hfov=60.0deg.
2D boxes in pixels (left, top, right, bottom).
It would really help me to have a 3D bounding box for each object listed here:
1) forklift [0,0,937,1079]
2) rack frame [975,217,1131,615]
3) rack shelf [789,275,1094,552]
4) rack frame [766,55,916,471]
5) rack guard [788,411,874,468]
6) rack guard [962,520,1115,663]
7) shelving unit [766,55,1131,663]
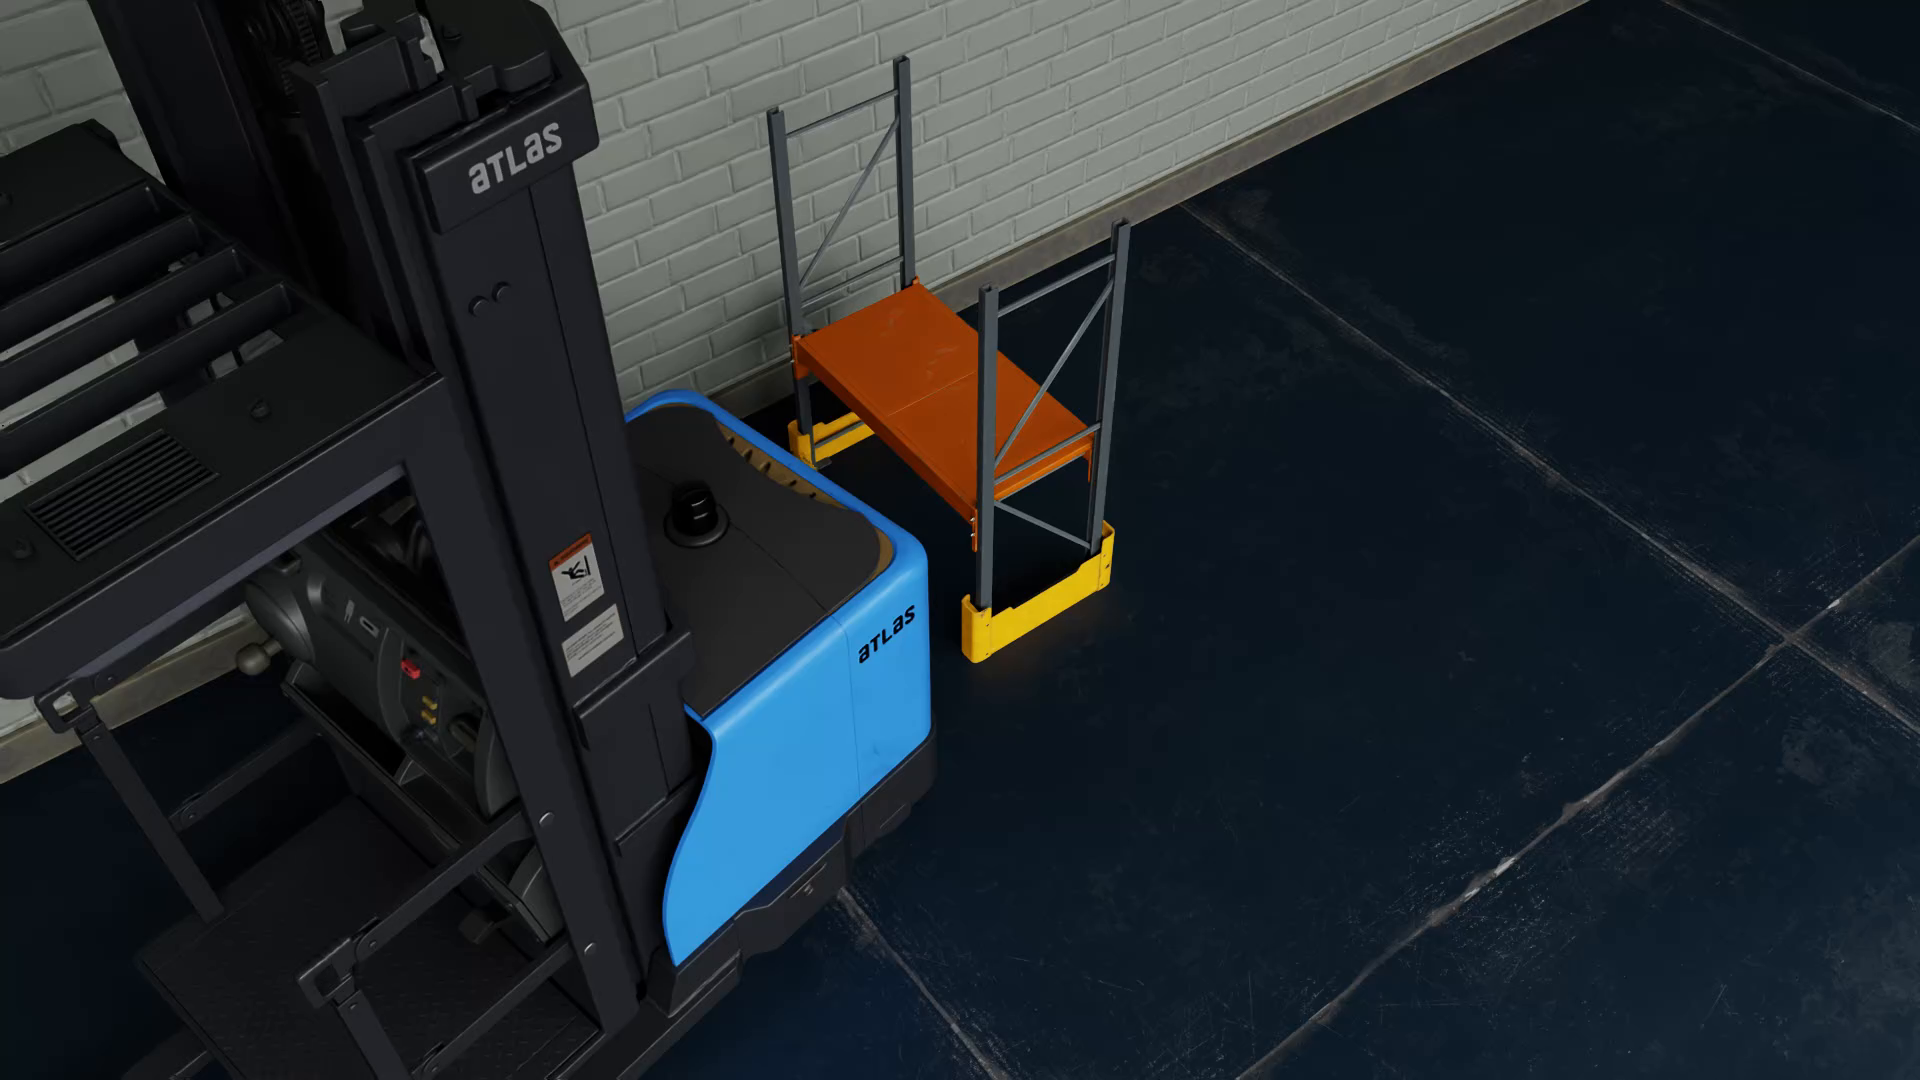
[{"bbox_3d":[-1.421,0.335,3.468,1.130,2.935,3.031,33,56,26],"label":"forklift"},{"bbox_3d":[0.256,-0.254,4.968,0.500,1.500,0.032,-29,54,-24],"label":"rack frame"},{"bbox_3d":[-0.052,-0.433,5.373,0.538,0.185,1.000,-29,54,-24],"label":"rack shelf"},{"bbox_3d":[-0.359,-0.854,5.512,0.500,1.500,0.032,-29,54,-24],"label":"rack frame"},{"bbox_3d":[-0.348,-0.423,5.964,0.587,0.250,0.087,-29,54,-24],"label":"rack guard"},{"bbox_3d":[0.255,0.165,5.432,0.587,0.250,0.087,-29,54,-24],"label":"rack guard"},{"bbox_3d":[-0.046,-0.549,5.235,0.587,1.500,1.083,-29,54,-24],"label":"shelving unit"}]
